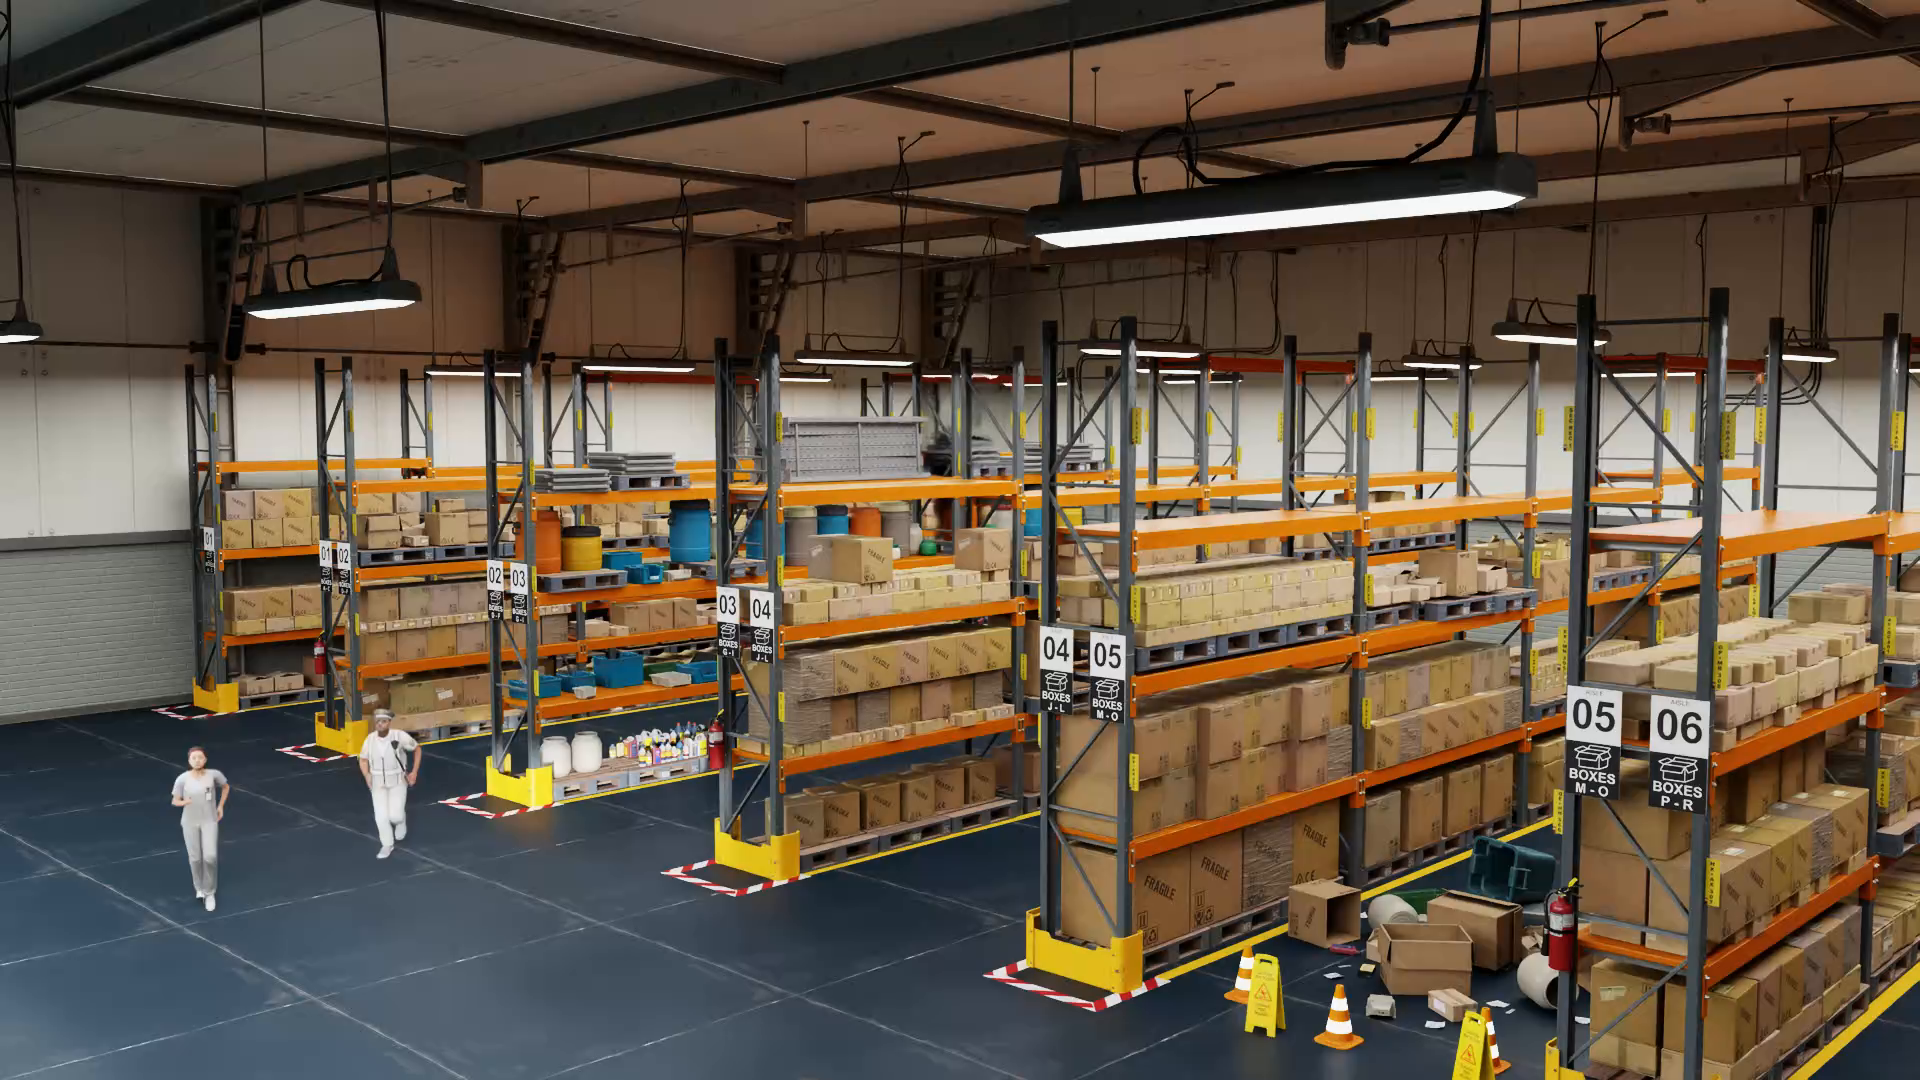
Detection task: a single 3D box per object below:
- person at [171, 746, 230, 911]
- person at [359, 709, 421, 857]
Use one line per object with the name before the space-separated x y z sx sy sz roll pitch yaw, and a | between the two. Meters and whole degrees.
person | -7.931 3.002 17.382 0.544 1.704 0.691 -2 5 -21
person | -6.661 2.819 19.400 0.684 1.749 0.645 0 4 -5
